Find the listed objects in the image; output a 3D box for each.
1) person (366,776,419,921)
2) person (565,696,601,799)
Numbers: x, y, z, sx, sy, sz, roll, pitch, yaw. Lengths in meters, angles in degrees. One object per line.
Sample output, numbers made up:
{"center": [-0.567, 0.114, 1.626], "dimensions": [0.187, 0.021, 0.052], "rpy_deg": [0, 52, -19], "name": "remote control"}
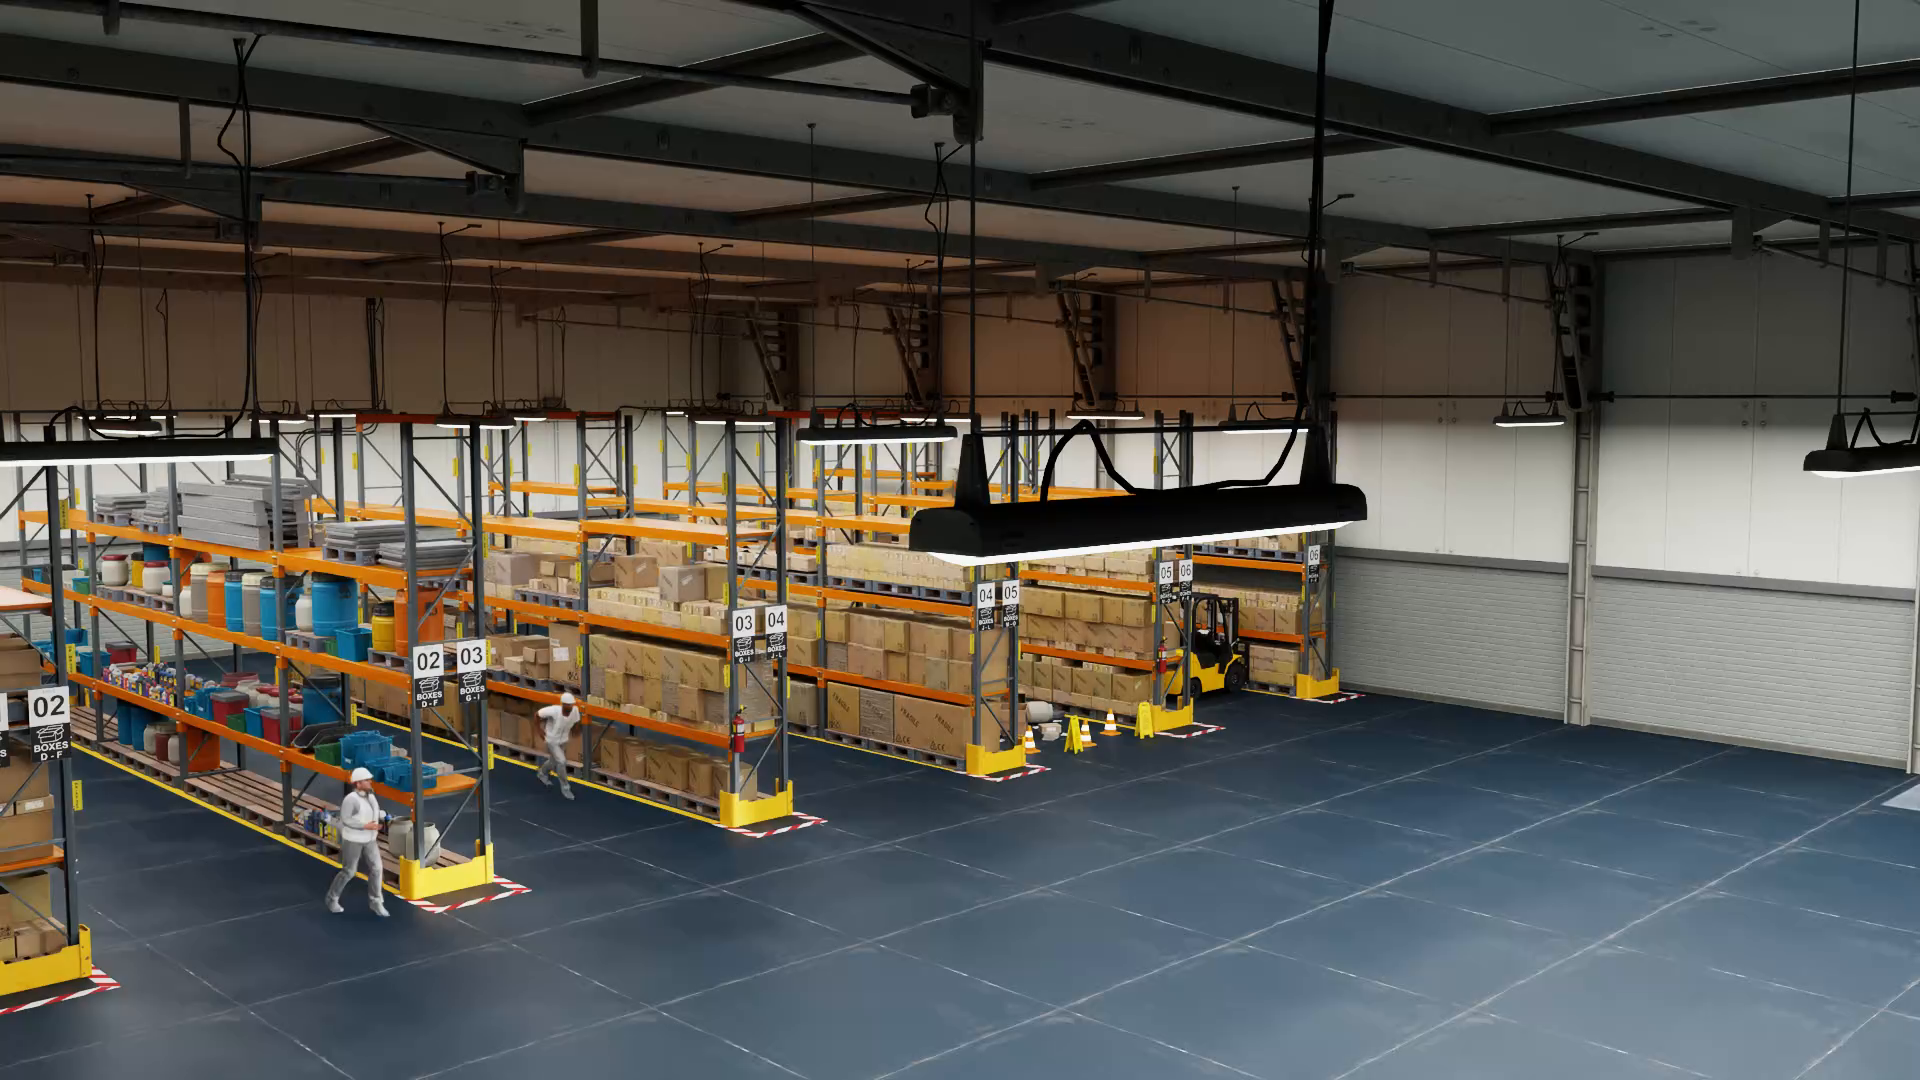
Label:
{"center": [-6.862, 3.724, 20.200], "dimensions": [0.530, 1.714, 0.686], "rpy_deg": [0, 5, 4], "name": "person"}
{"center": [-5.853, 3.215, 25.818], "dimensions": [0.682, 1.656, 0.871], "rpy_deg": [-4, 7, -41], "name": "person"}
